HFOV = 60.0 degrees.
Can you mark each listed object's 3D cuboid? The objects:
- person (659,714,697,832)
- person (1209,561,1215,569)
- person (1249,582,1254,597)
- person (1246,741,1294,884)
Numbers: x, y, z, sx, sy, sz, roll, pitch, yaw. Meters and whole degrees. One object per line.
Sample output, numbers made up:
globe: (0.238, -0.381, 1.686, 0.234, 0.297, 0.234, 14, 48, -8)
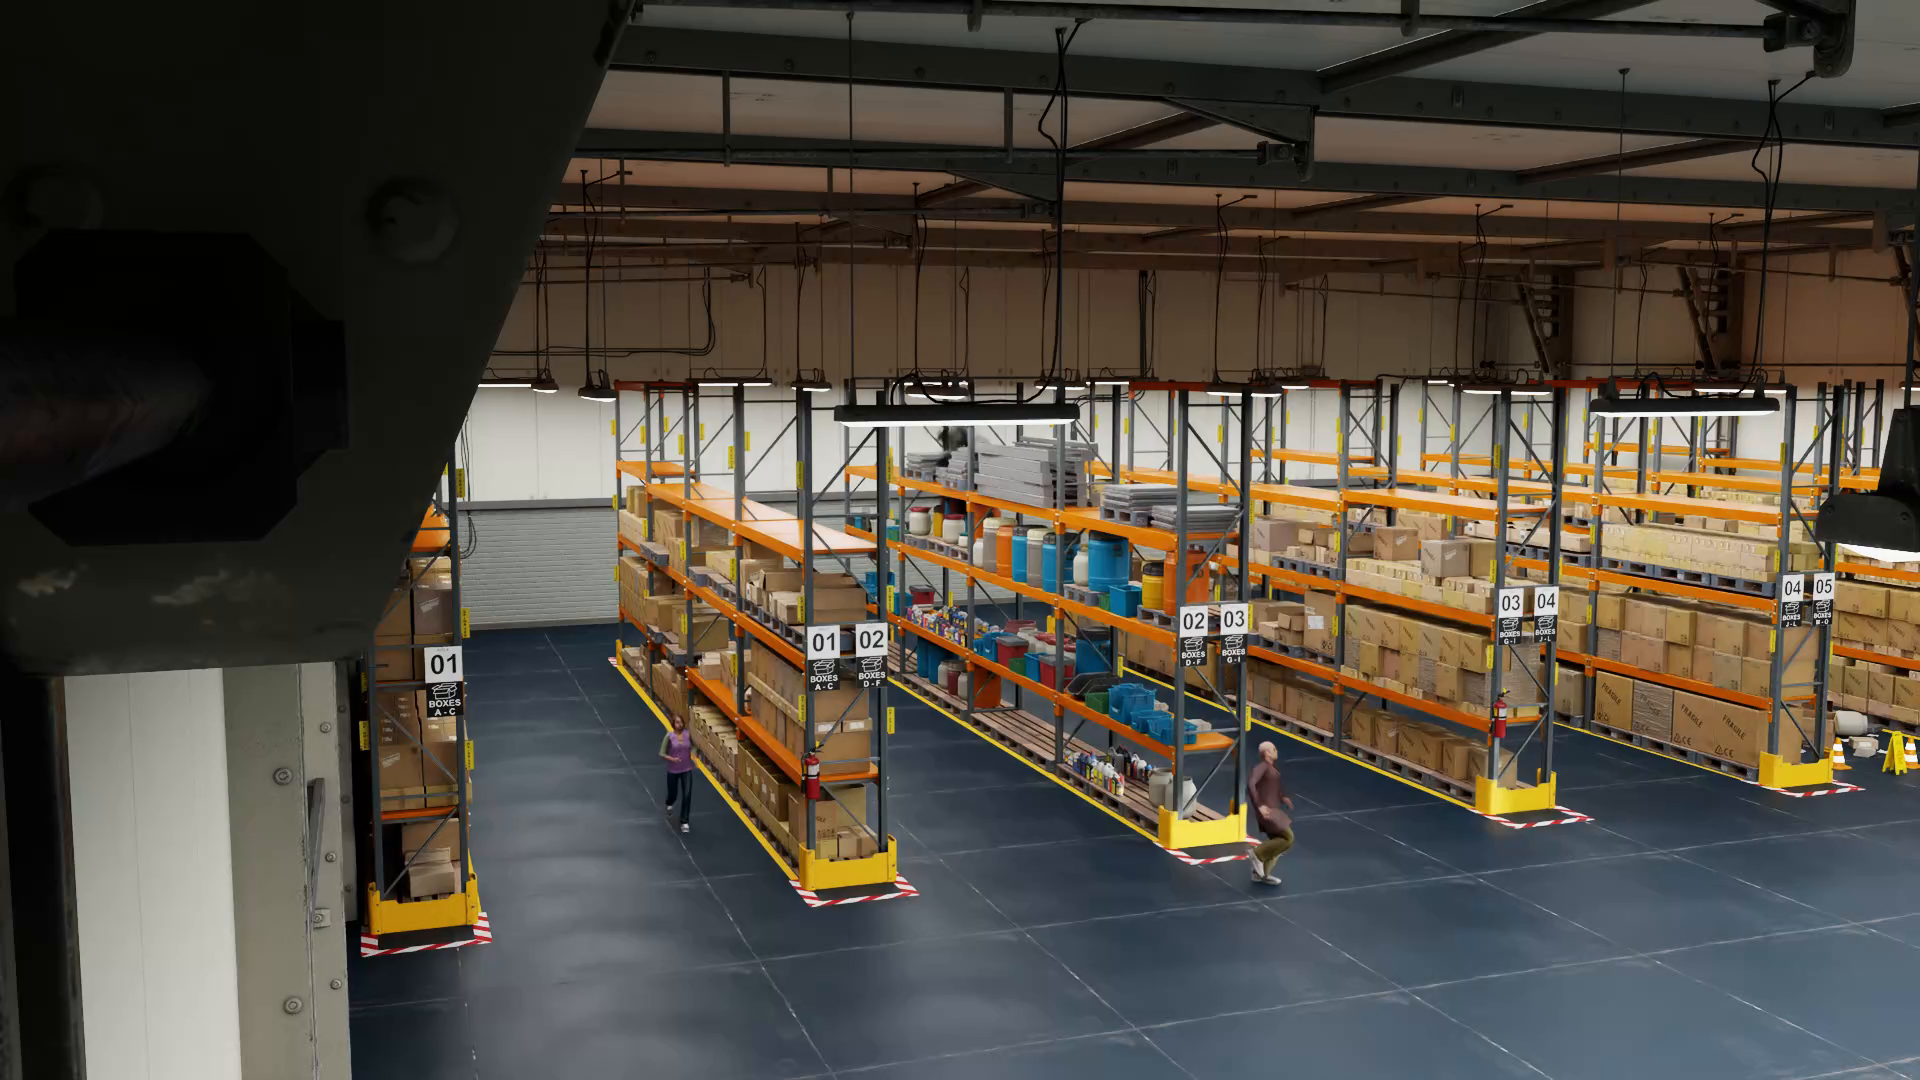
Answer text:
person: (-3.835, 3.151, 22.715, 0.549, 1.566, 0.781, -3, 7, -23)
person: (5.995, 1.091, 41.018, 0.644, 1.784, 0.571, 4, 7, 30)
person: (7.148, 1.132, 41.478, 0.666, 1.668, 0.705, 0, 6, 4)
person: (3.819, 3.330, 20.397, 0.575, 1.705, 0.758, 2, 6, 14)
